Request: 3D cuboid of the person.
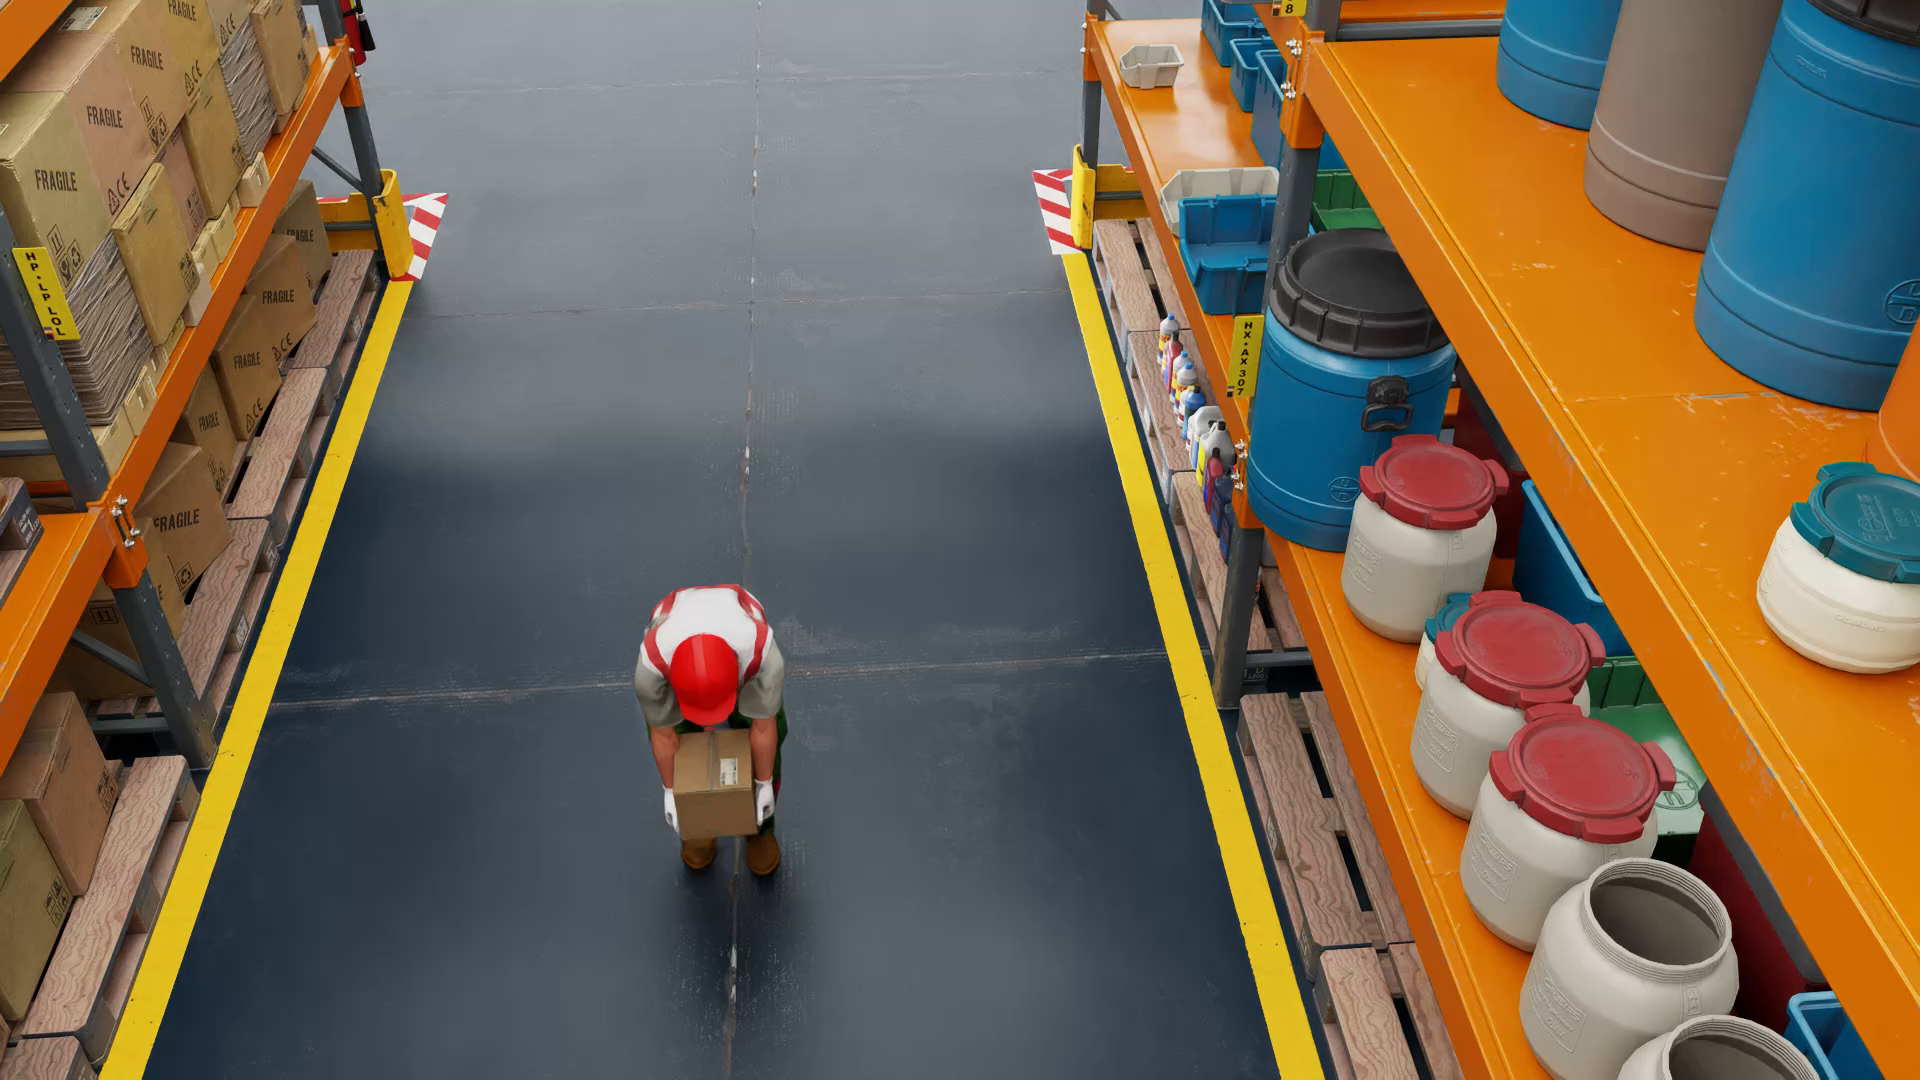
[{"bbox_3d":[-0.816,0.666,5.586,0.493,1.434,0.872,-4,39,-5],"label":"person"}]
